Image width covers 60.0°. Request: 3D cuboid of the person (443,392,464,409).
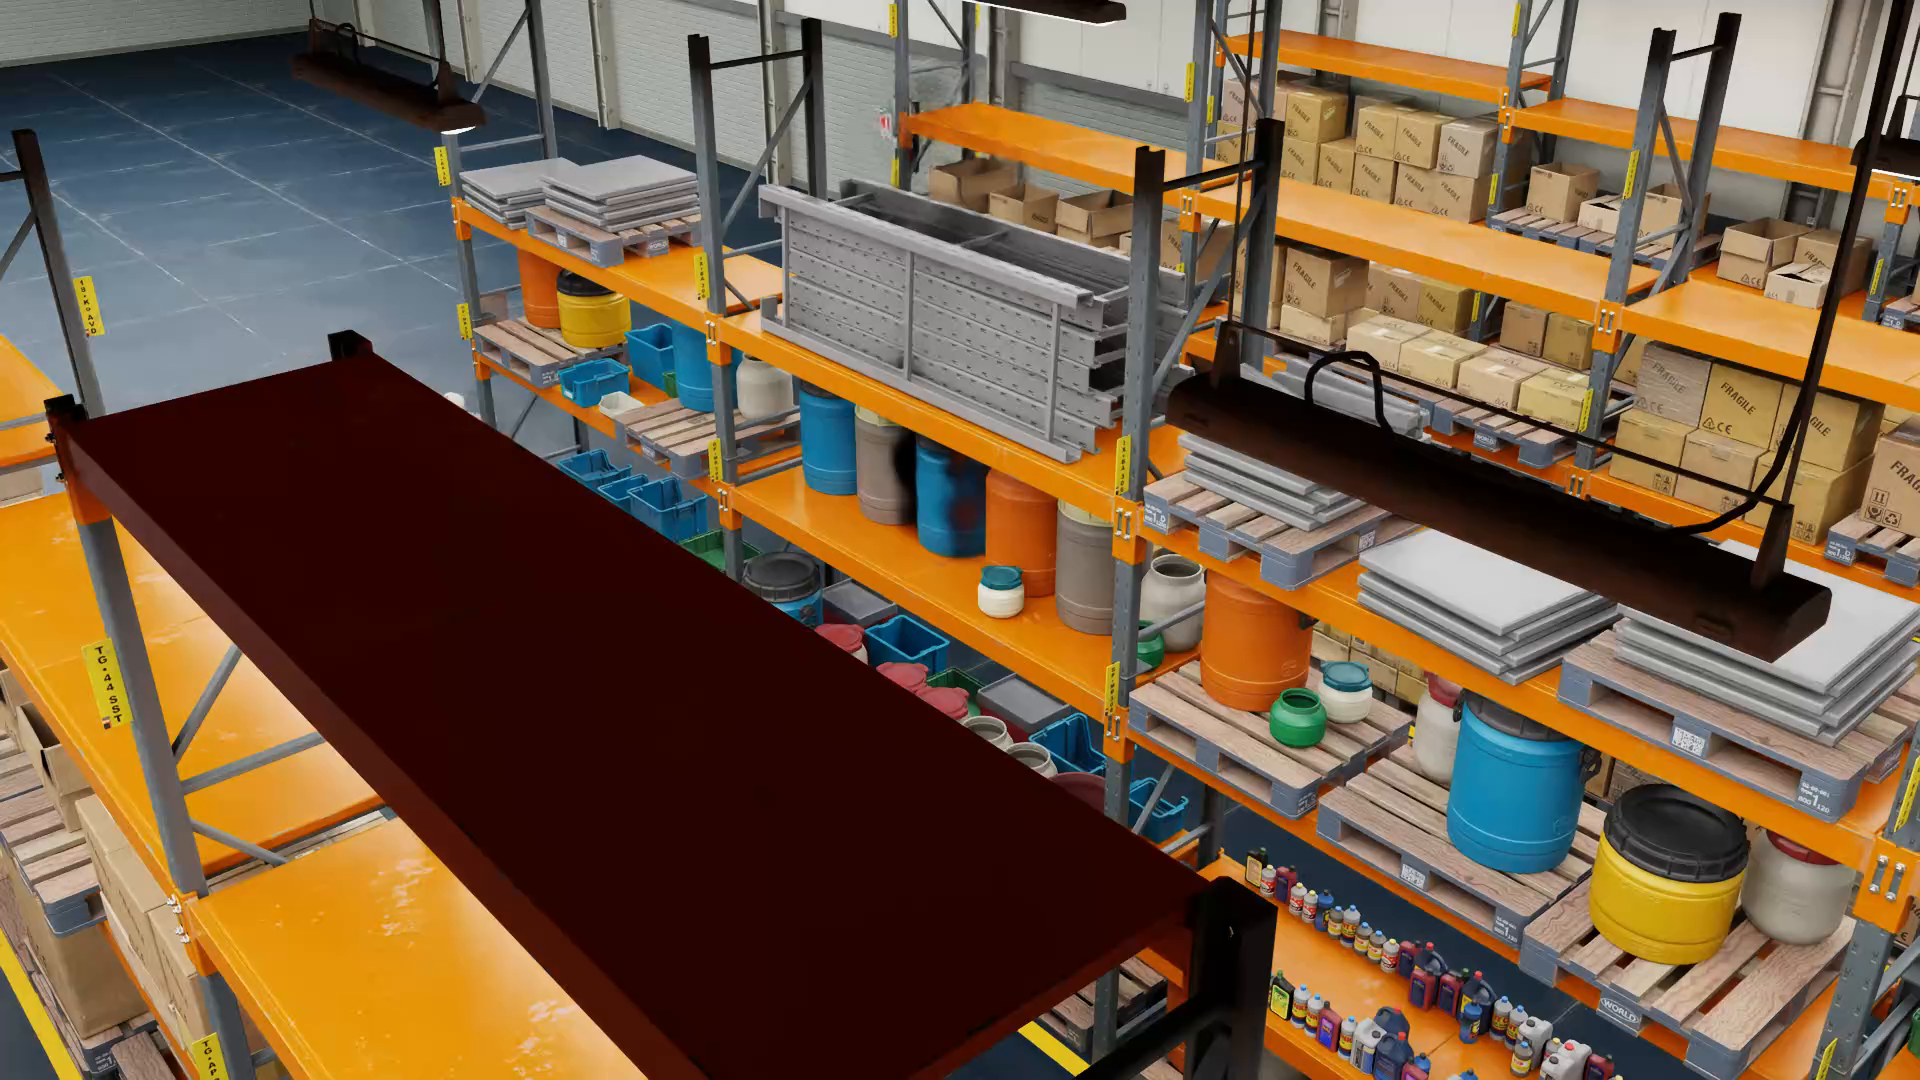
[{"bbox_3d":[-5.097,-0.712,17.097,0.584,1.725,0.748,-7,28,-14],"label":"person"}]
